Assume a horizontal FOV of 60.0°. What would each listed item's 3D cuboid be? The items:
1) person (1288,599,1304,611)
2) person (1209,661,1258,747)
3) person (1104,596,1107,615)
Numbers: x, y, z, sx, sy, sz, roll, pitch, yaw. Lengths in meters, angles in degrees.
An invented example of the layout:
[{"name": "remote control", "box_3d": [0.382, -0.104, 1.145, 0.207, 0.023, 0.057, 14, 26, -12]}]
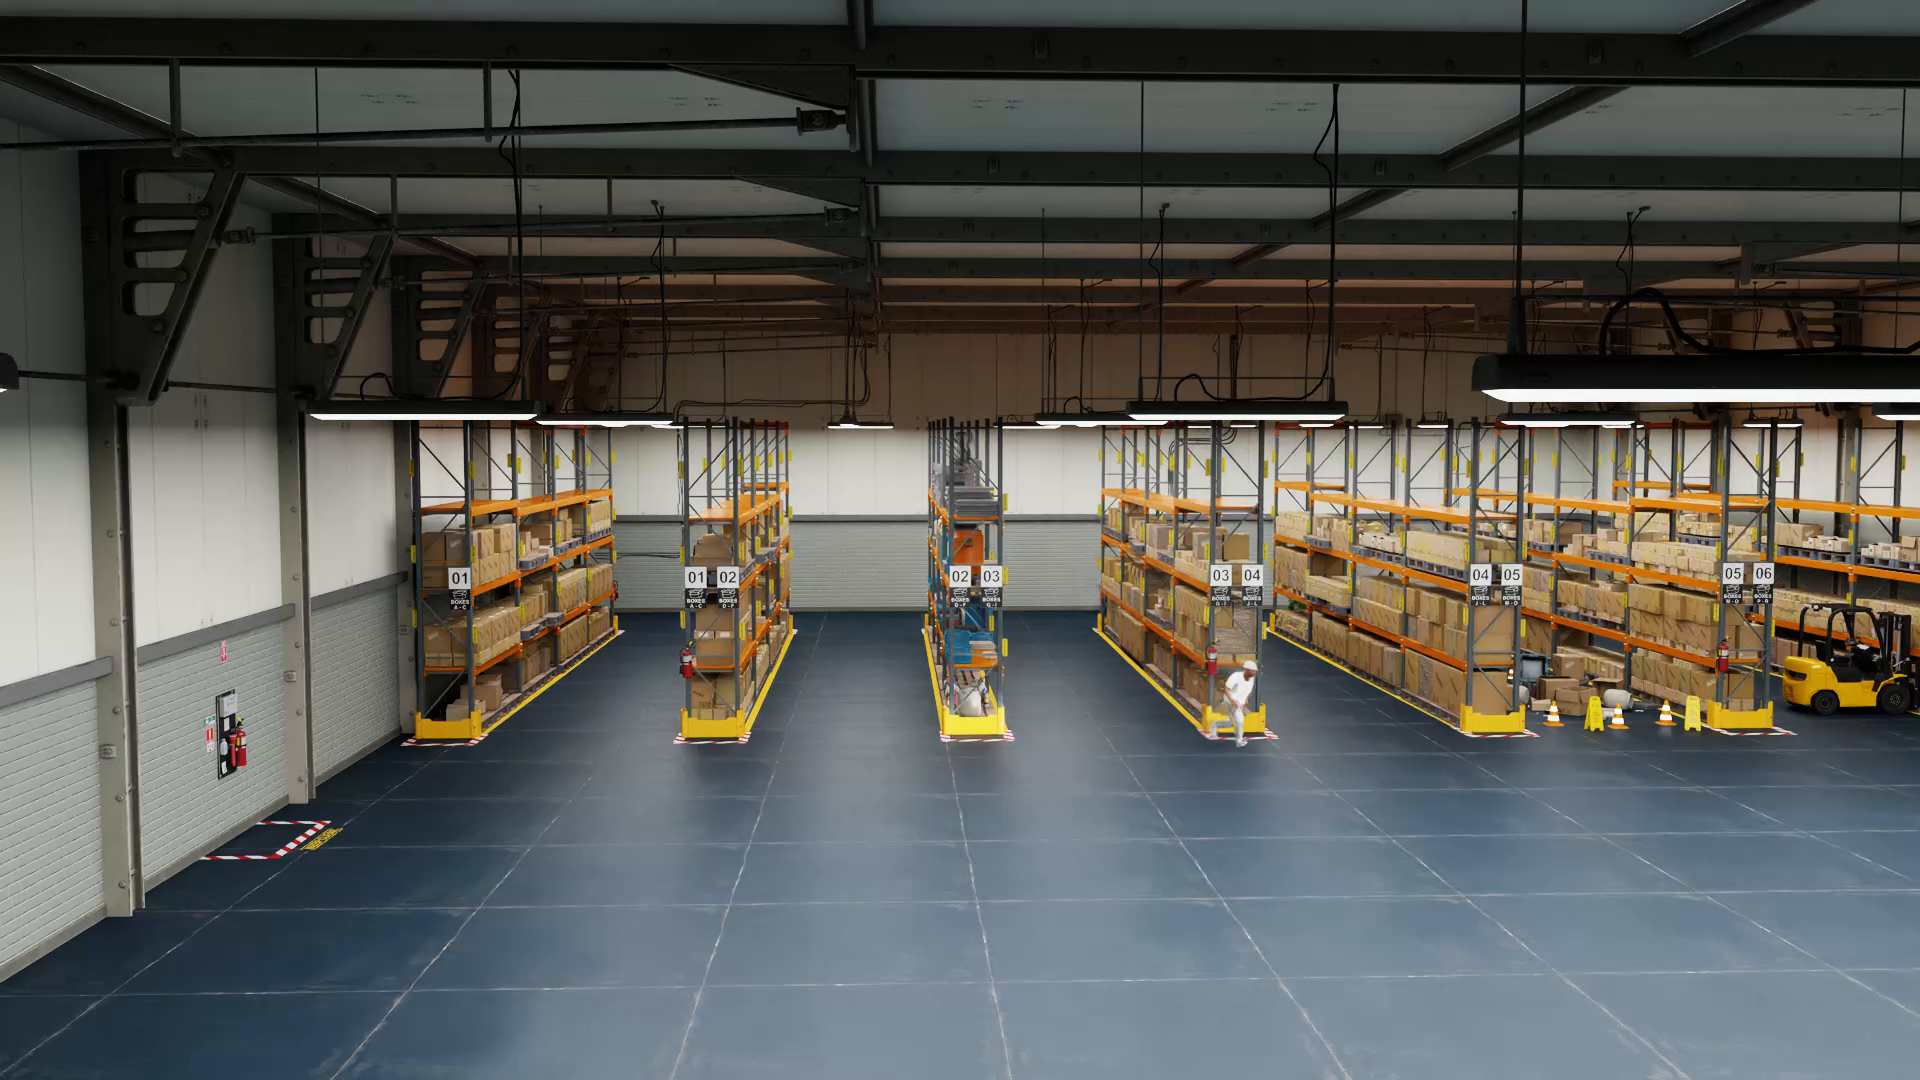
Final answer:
[{"name": "person", "box_3d": [9.947, 1.711, 48.784, 0.950, 1.815, 0.693, 0, 4, 2]}, {"name": "person", "box_3d": [4.976, 2.962, 30.292, 0.679, 1.618, 1.084, -3, 5, -40]}, {"name": "person", "box_3d": [4.446, 1.713, 48.759, 0.915, 1.620, 0.609, 2, 4, 24]}]
